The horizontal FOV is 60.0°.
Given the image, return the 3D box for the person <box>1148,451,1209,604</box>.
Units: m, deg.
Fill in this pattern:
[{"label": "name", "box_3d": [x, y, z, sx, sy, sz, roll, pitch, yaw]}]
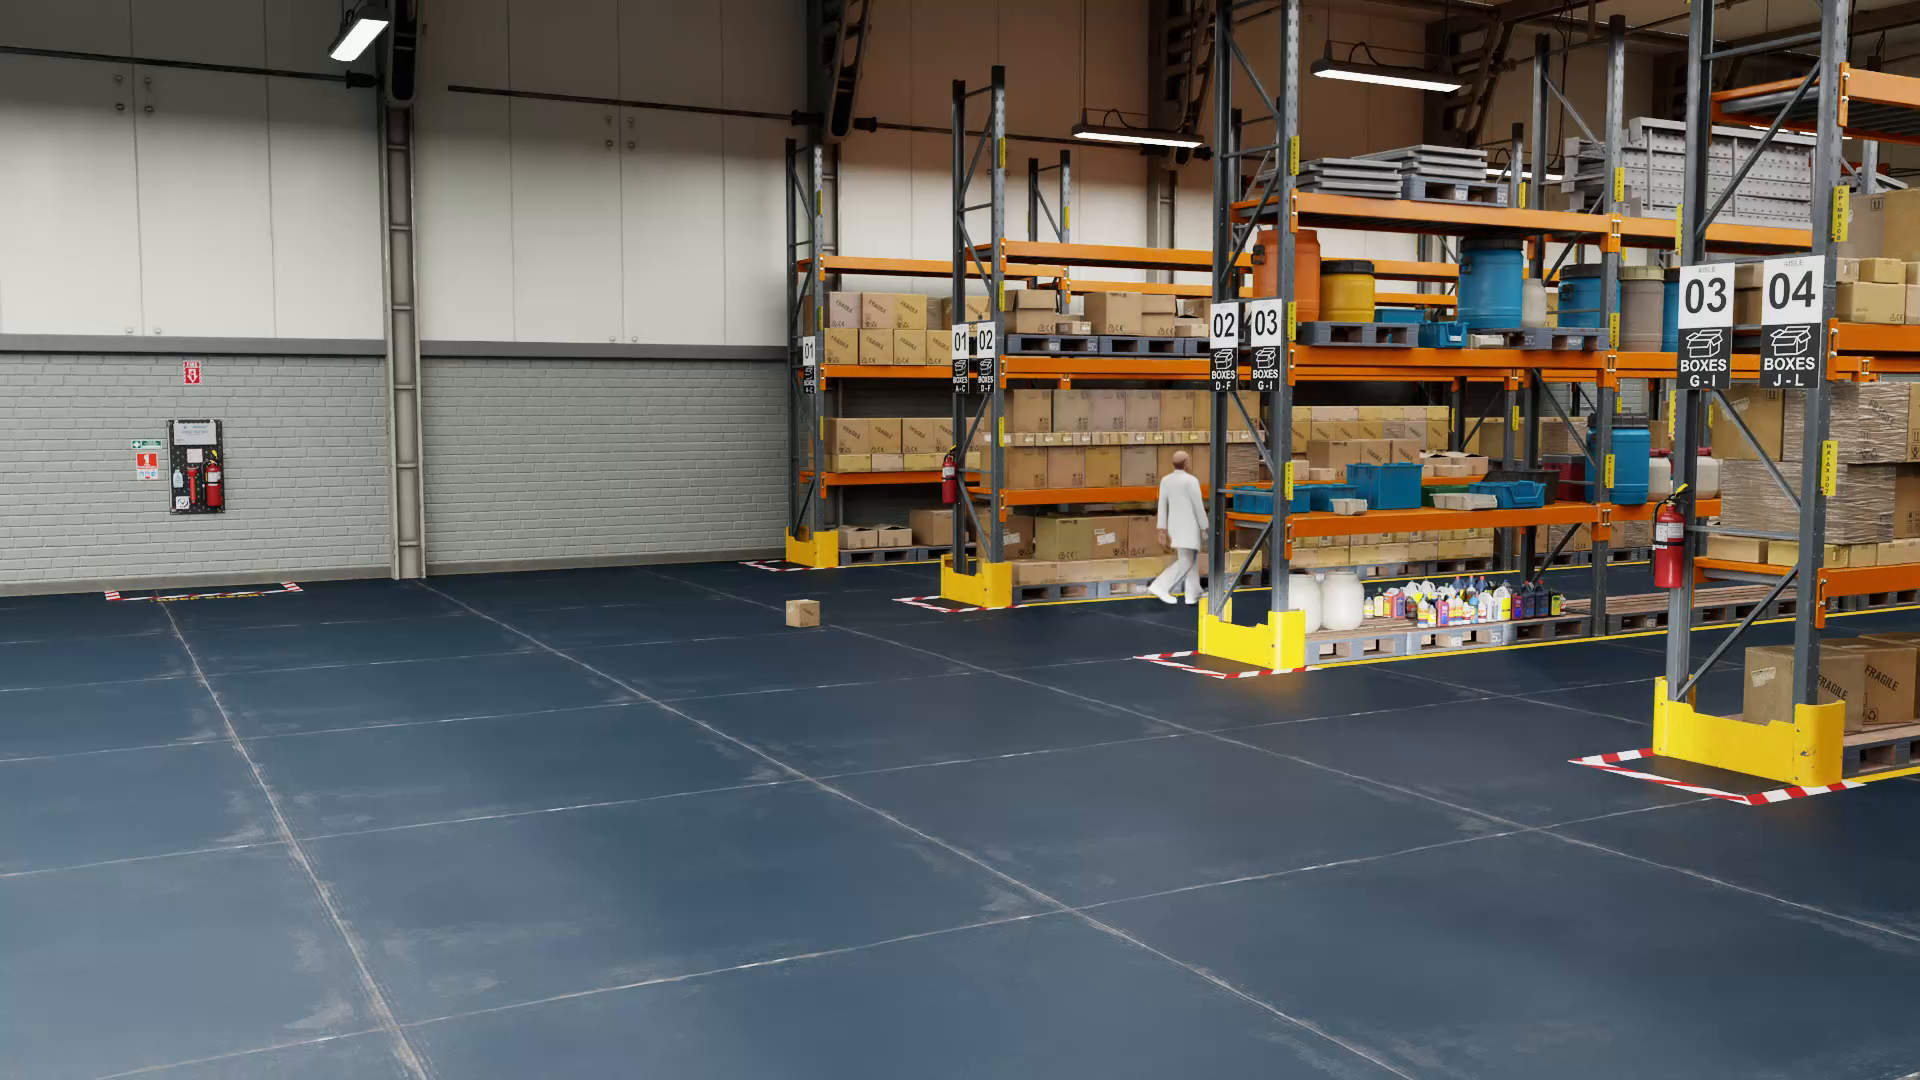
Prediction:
[{"label": "person", "box_3d": [2.482, -0.131, 18.619, 1.060, 1.738, 0.549, -3, 6, -31]}]
